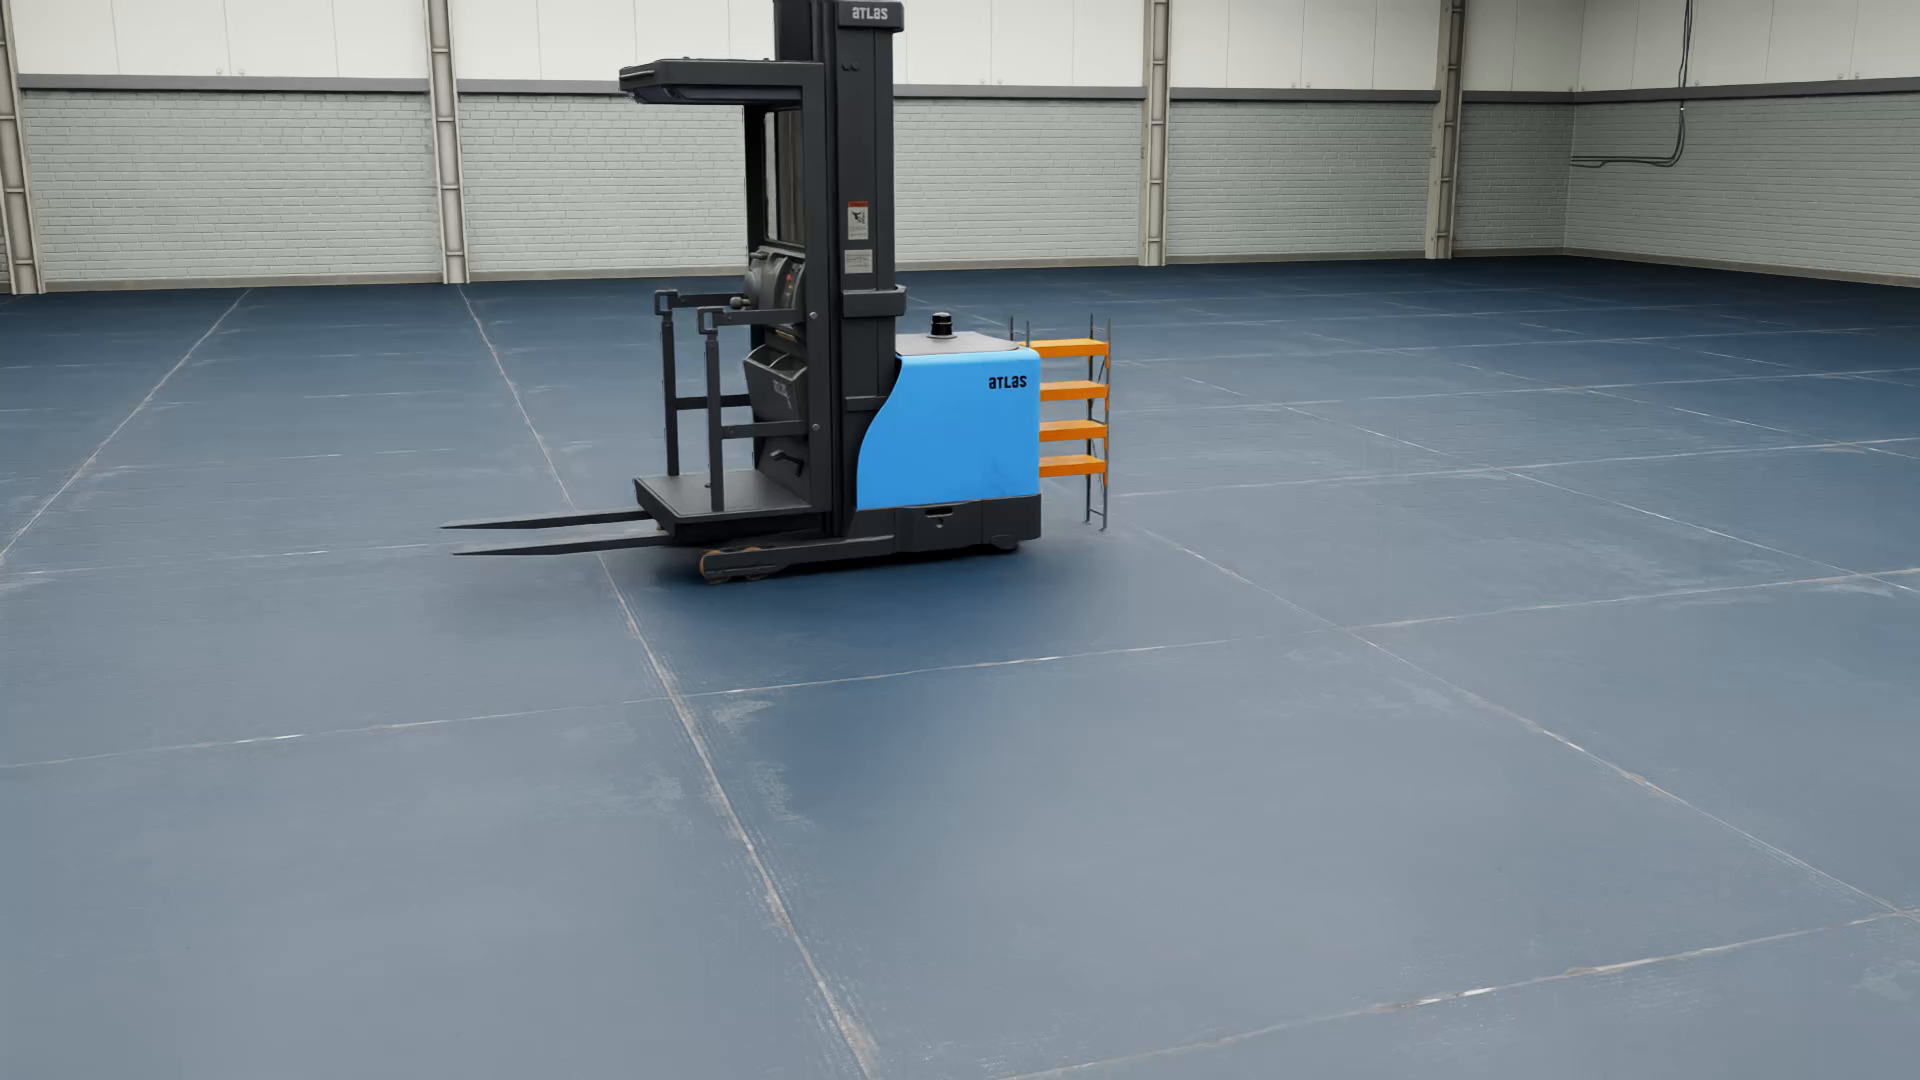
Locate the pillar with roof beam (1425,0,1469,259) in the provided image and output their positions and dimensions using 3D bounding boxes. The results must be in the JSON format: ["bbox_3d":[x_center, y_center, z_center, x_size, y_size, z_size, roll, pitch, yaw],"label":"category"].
[{"bbox_3d":[10.502,-8.818,26.768,0.400,9.000,9.100,-4,14,-18],"label":"pillar with roof beam"}]

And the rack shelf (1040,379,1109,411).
[{"bbox_3d":[0.550,-0.792,9.204,0.480,0.148,0.258,-5,14,-21],"label":"rack shelf"}]

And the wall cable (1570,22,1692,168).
[{"bbox_3d":[12.343,-8.179,30.792,0.112,2.526,3.097,-4,14,-18],"label":"wall cable"}]

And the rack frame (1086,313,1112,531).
[{"bbox_3d":[0.776,-0.661,9.330,0.015,1.200,0.240,-5,14,-21],"label":"rack frame"}]

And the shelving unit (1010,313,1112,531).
[{"bbox_3d":[0.550,-0.640,9.240,0.503,1.200,0.258,-5,14,-21],"label":"shelving unit"}]

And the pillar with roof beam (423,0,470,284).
[{"bbox_3d":[-6.558,-7.490,21.183,0.400,9.000,9.100,-4,14,-18],"label":"pillar with roof beam"}]

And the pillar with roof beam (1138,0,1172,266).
[{"bbox_3d":[4.815,-8.375,24.907,0.400,9.000,9.100,-4,14,-18],"label":"pillar with roof beam"}]

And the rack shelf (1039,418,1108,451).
[{"bbox_3d":[0.550,-0.575,9.256,0.480,0.148,0.258,-5,14,-21],"label":"rack shelf"}]

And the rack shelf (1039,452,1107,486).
[{"bbox_3d":[0.550,-0.381,9.302,0.480,0.148,0.258,-5,14,-21],"label":"rack shelf"}]

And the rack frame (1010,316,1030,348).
[{"bbox_3d":[0.324,-0.619,9.151,0.015,1.200,0.240,-5,14,-21],"label":"rack frame"}]

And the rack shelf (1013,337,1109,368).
[{"bbox_3d":[0.550,-1.022,9.150,0.480,0.148,0.258,-5,14,-21],"label":"rack shelf"}]

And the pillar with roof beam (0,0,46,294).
[{"bbox_3d":[-12.245,-7.047,19.322,0.400,9.000,9.100,-4,14,-18],"label":"pillar with roof beam"}]

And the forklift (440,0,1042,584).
[{"bbox_3d":[-1.133,-1.347,8.471,3.031,2.935,1.130,-5,14,-21],"label":"forklift"}]

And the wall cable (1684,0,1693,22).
[{"bbox_3d":[13.206,-10.043,27.713,0.112,2.526,3.097,-4,14,-18],"label":"wall cable"}]
